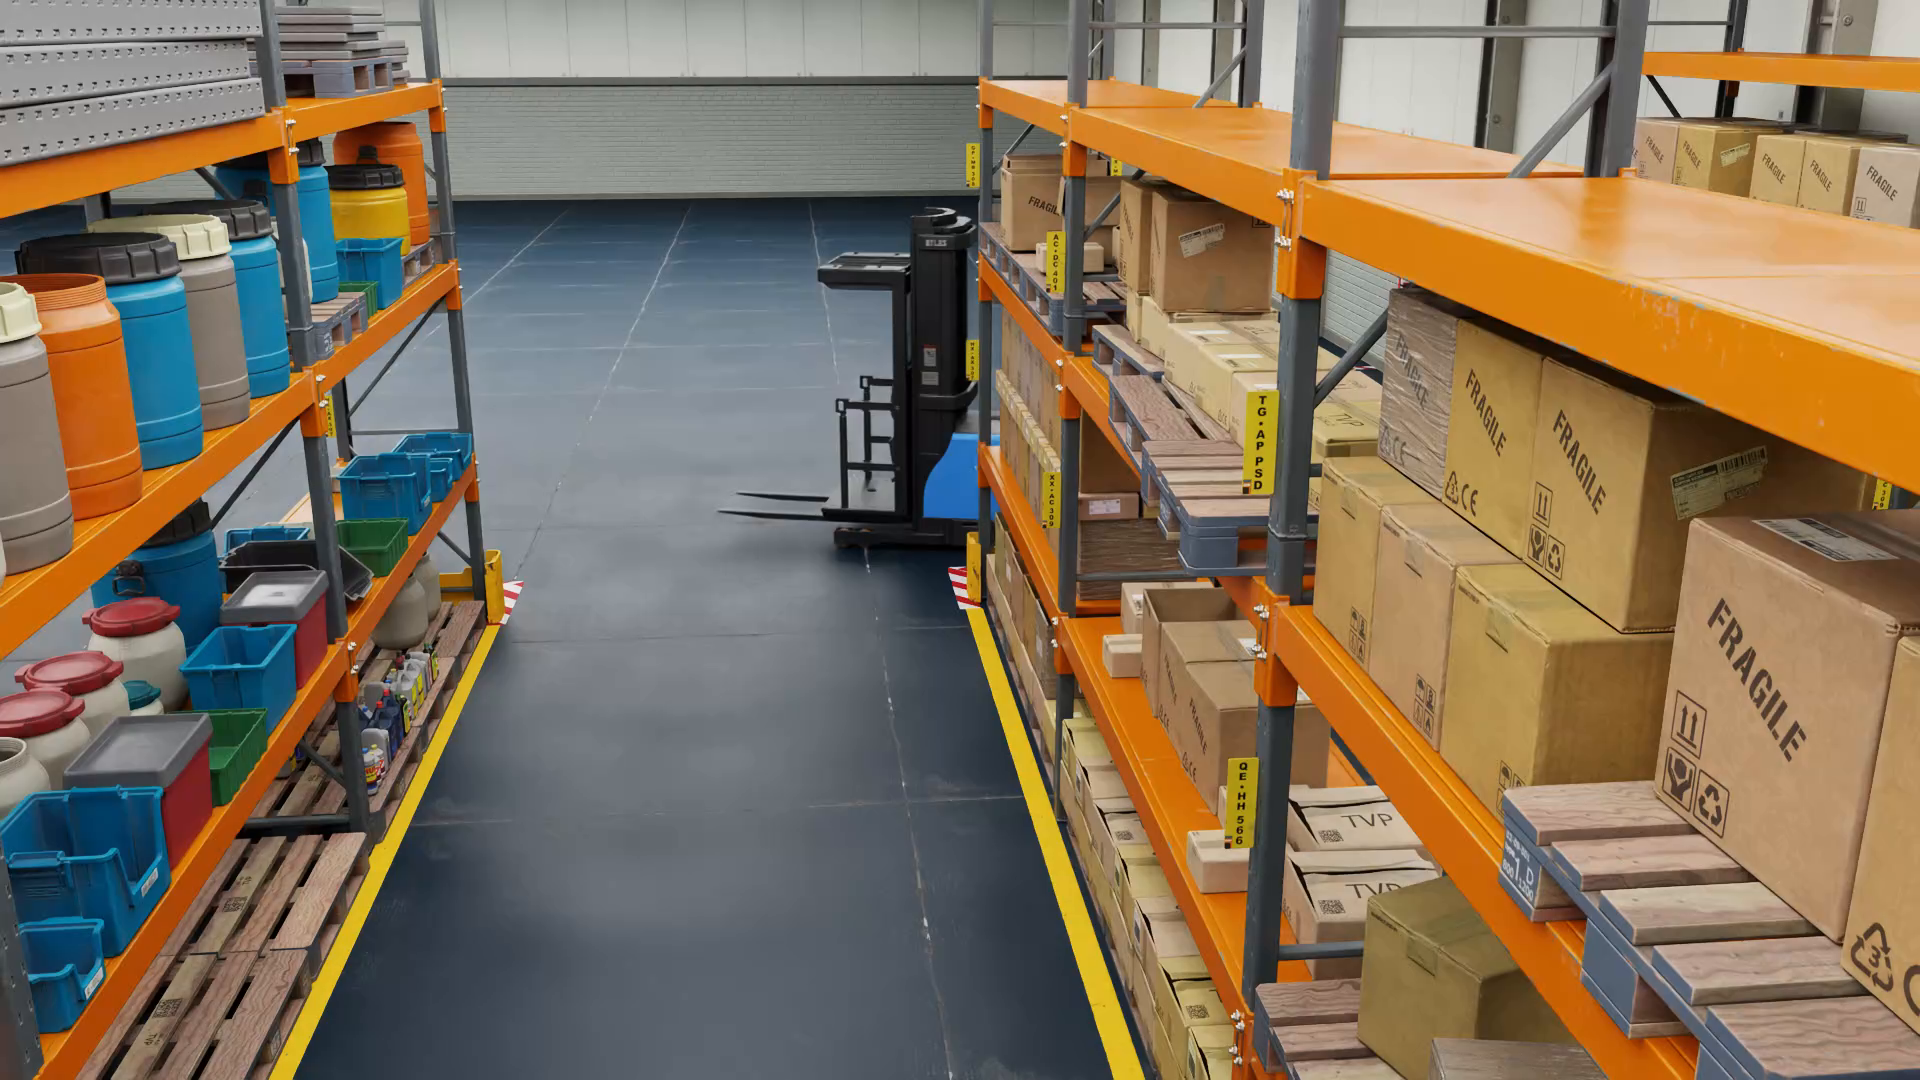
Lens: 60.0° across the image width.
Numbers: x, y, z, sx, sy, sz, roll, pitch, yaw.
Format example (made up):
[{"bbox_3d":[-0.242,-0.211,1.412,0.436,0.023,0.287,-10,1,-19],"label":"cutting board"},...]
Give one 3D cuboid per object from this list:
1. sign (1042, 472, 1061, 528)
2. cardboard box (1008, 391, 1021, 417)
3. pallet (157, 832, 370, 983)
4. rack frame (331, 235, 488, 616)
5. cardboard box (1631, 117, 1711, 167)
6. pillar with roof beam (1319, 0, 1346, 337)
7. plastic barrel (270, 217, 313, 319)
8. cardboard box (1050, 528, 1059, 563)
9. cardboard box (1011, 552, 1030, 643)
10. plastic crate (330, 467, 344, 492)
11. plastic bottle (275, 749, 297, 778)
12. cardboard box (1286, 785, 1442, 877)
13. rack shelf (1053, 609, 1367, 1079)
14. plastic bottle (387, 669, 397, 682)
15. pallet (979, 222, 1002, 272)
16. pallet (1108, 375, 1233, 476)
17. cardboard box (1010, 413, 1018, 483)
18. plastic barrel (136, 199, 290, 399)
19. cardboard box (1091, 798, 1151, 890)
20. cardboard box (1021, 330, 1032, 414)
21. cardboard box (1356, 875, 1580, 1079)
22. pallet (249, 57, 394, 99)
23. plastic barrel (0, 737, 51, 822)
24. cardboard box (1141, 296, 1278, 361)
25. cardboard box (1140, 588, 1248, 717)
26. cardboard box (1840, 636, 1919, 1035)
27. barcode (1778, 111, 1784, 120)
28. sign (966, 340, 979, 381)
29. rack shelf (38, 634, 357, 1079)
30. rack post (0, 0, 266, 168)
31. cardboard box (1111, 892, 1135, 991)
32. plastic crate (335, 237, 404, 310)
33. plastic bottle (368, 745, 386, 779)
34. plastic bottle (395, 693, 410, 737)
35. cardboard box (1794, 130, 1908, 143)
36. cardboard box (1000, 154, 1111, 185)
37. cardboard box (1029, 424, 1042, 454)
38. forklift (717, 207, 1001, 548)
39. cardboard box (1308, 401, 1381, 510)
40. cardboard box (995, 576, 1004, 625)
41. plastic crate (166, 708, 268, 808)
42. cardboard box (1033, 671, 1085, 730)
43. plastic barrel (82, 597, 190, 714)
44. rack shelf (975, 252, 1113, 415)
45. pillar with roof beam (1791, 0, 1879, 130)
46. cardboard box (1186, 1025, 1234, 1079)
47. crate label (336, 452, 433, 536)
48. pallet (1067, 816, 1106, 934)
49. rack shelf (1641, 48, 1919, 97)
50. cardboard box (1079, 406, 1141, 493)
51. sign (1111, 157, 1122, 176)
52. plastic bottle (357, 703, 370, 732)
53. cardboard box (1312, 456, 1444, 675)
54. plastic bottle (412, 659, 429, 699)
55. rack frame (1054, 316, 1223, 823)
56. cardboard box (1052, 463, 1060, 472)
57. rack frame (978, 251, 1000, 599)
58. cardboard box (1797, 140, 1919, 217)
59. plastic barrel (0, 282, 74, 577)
[{"bbox_3d":[0.513,-0.223,9.301,0.100,0.325,0.005,-2,18,-6],"label":"sign"},{"bbox_3d":[0.557,-0.987,12.062,0.380,0.149,0.250,-2,18,-6],"label":"cardboard box"},{"bbox_3d":[-3.743,1.926,8.691,1.003,0.211,1.213,-2,18,-6],"label":"pallet"},{"bbox_3d":[-4.275,-0.829,12.811,1.000,3.000,0.127,-2,18,-6],"label":"rack frame"},{"bbox_3d":[5.377,-2.978,12.779,0.500,0.500,0.500,-3,18,-10],"label":"cardboard box"},{"bbox_3d":[0.992,-7.258,23.272,9.100,9.000,0.400,-2,18,-6],"label":"pillar with roof beam"},{"bbox_3d":[-3.712,-1.457,8.914,0.421,0.512,0.421,0,17,0],"label":"plastic barrel"},{"bbox_3d":[0.952,-0.126,10.404,0.700,0.500,0.500,-2,18,-6],"label":"cardboard box"},{"bbox_3d":[0.638,0.386,11.577,0.500,0.500,0.500,-2,18,-6],"label":"cardboard box"},{"bbox_3d":[-4.503,-0.427,11.969,0.298,0.136,0.250,-2,18,-6],"label":"plastic crate"},{"bbox_3d":[-4.072,1.229,9.943,0.144,0.351,0.185,-2,18,-6],"label":"plastic bottle"},{"bbox_3d":[1.578,1.172,6.584,0.500,0.311,0.500,-2,18,-6],"label":"cardboard box"},{"bbox_3d":[1.271,1.150,7.708,1.077,0.370,4.000,-2,18,-6],"label":"rack shelf"},{"bbox_3d":[-3.759,0.956,11.061,0.097,0.201,0.097,0,17,0],"label":"plastic bottle"},{"bbox_3d":[0.699,-2.159,12.185,1.003,0.211,1.213,-2,18,-6],"label":"pallet"},{"bbox_3d":[1.200,-0.471,6.978,1.003,0.211,1.213,-1,17,-3],"label":"pallet"},{"bbox_3d":[0.747,-0.733,12.337,0.700,0.500,0.500,-1,17,-4],"label":"cardboard box"},{"bbox_3d":[-3.594,-1.163,8.029,0.600,0.901,0.708,-2,18,-6],"label":"plastic barrel"},{"bbox_3d":[0.961,1.489,8.380,0.500,0.311,0.500,-2,18,-7],"label":"cardboard box"},{"bbox_3d":[0.805,-1.186,11.614,0.700,0.500,0.500,-2,18,-5],"label":"cardboard box"},{"bbox_3d":[1.654,1.338,5.038,0.700,0.500,0.500,-8,19,-24],"label":"cardboard box"},{"bbox_3d":[-4.104,-2.828,10.144,1.003,0.211,1.213,-2,18,-6],"label":"pallet"},{"bbox_3d":[-3.812,1.075,6.557,0.421,0.512,0.421,0,17,0],"label":"plastic barrel"},{"bbox_3d":[1.178,-1.002,7.902,0.500,0.250,0.500,-3,18,-11],"label":"cardboard box"},{"bbox_3d":[1.182,0.549,8.253,0.500,0.500,0.500,-1,17,-2],"label":"cardboard box"},{"bbox_3d":[1.820,0.516,2.482,0.600,0.600,0.600,-2,18,-6],"label":"cardboard box"},{"bbox_3d":[6.150,-3.181,12.457,0.001,0.075,0.075,-2,18,-6],"label":"barcode"},{"bbox_3d":[0.099,-1.417,13.104,0.100,0.325,0.005,-2,18,-6],"label":"sign"},{"bbox_3d":[-3.656,1.302,7.224,1.077,0.370,4.000,-2,18,-6],"label":"rack shelf"},{"bbox_3d":[-3.574,-2.011,6.226,1.013,1.000,3.121,-2,18,-6],"label":"rack post"},{"bbox_3d":[1.019,1.908,7.981,0.500,0.250,0.500,-1,17,-5],"label":"cardboard box"},{"bbox_3d":[-3.779,-1.694,10.584,0.392,0.384,0.575,-2,18,-6],"label":"plastic crate"},{"bbox_3d":[-3.480,1.319,9.907,0.097,0.201,0.097,0,17,0],"label":"plastic bottle"},{"bbox_3d":[-3.528,1.089,10.502,0.061,0.283,0.133,-1,17,-3],"label":"plastic bottle"},{"bbox_3d":[6.024,-2.521,11.320,0.500,0.500,0.500,-2,18,-6],"label":"cardboard box"},{"bbox_3d":[0.707,-2.557,12.200,0.797,0.503,0.637,-1,17,-2],"label":"cardboard box"},{"bbox_3d":[0.664,-0.678,11.080,0.380,0.149,0.250,-1,17,-4],"label":"cardboard box"},{"bbox_3d":[-0.691,-1.480,14.997,3.031,2.935,1.130,3,18,9],"label":"forklift"},{"bbox_3d":[1.374,-0.291,5.638,0.500,0.250,0.500,-3,18,-10],"label":"cardboard box"},{"bbox_3d":[0.541,0.446,12.639,0.500,0.250,0.500,-2,18,-6],"label":"cardboard box"},{"bbox_3d":[-3.402,0.974,7.422,0.450,0.188,0.662,-2,18,-6],"label":"plastic crate"},{"bbox_3d":[0.758,1.041,10.742,0.500,0.250,0.500,-2,18,-6],"label":"cardboard box"},{"bbox_3d":[-3.982,0.589,8.065,0.433,0.535,0.433,0,17,0],"label":"plastic barrel"},{"bbox_3d":[0.858,-1.473,11.055,1.077,0.370,4.000,-2,18,-6],"label":"rack shelf"},{"bbox_3d":[2.230,-3.683,11.884,9.100,9.000,0.400,-2,18,-6],"label":"pillar with roof beam"},{"bbox_3d":[1.178,2.098,6.440,0.500,0.311,0.500,-1,17,-4],"label":"cardboard box"},{"bbox_3d":[-3.816,-0.306,11.085,0.502,0.435,0.616,-2,18,-6],"label":"crate label"},{"bbox_3d":[1.180,1.759,9.221,1.003,0.211,1.213,-2,18,-6],"label":"pallet"},{"bbox_3d":[5.785,-3.057,11.097,1.077,0.370,4.000,-2,18,-6],"label":"rack shelf"},{"bbox_3d":[1.013,-0.588,9.710,0.700,0.500,0.500,-2,18,-5],"label":"cardboard box"},{"bbox_3d":[1.193,-2.810,12.765,0.100,0.325,0.005,-2,18,-6],"label":"sign"},{"bbox_3d":[-3.677,1.168,10.138,0.144,0.351,0.185,-2,18,-6],"label":"plastic bottle"},{"bbox_3d":[1.556,0.052,4.828,0.910,0.500,0.500,-2,18,-6],"label":"cardboard box"},{"bbox_3d":[-3.637,0.911,11.079,0.152,0.276,0.135,-2,18,-7],"label":"plastic bottle"},{"bbox_3d":[1.065,0.211,9.499,1.000,3.000,0.127,-2,18,-6],"label":"rack frame"},{"bbox_3d":[0.771,-0.373,10.107,0.380,0.149,0.250,-2,18,-7],"label":"cardboard box"},{"bbox_3d":[0.652,-0.981,13.295,1.000,3.000,0.127,-2,18,-6],"label":"rack frame"},{"bbox_3d":[5.603,-2.214,10.343,0.500,0.500,0.500,-1,17,-3],"label":"cardboard box"},{"bbox_3d":[-3.319,-0.367,5.495,0.600,0.901,0.600,0,17,0],"label":"plastic barrel"}]
